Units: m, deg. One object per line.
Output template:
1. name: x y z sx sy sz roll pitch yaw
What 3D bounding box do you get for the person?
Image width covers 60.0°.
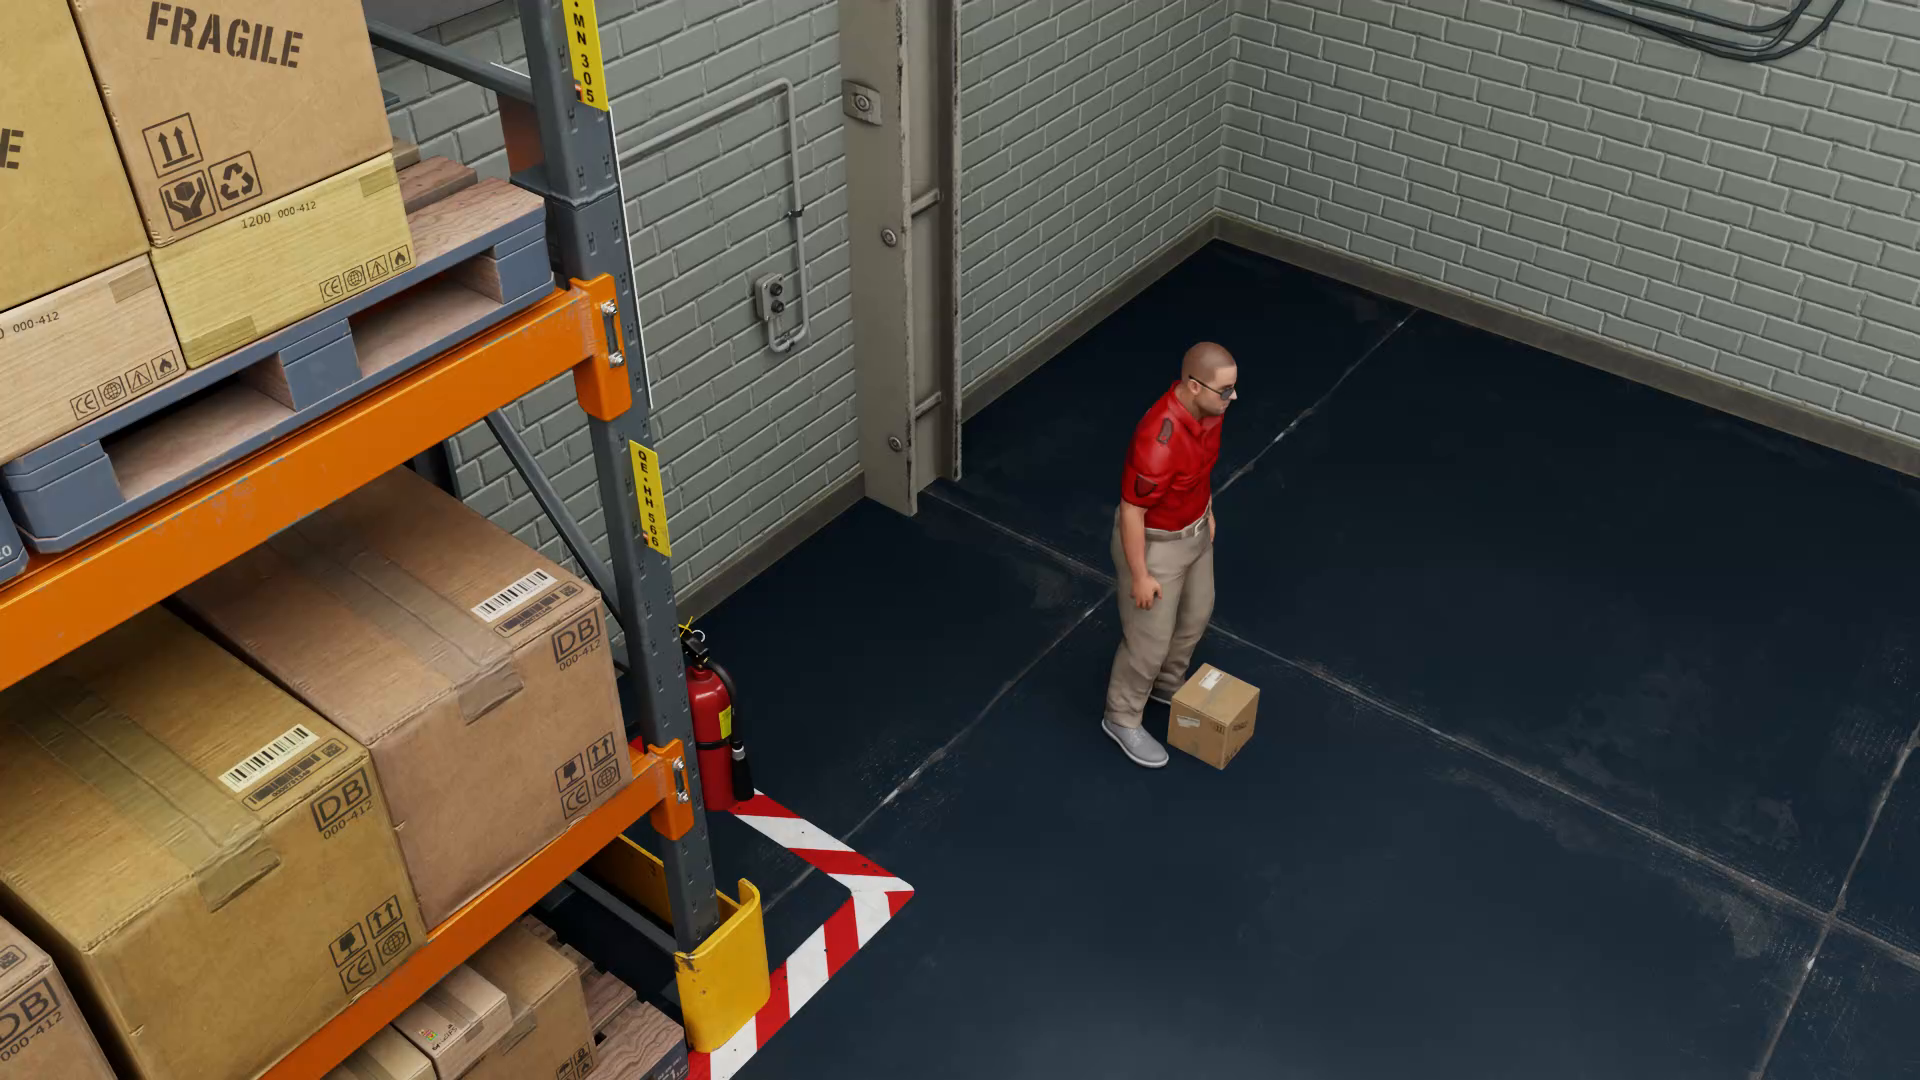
1. person: 0.799 0.023 6.137 0.433 1.725 0.595 23 44 26
